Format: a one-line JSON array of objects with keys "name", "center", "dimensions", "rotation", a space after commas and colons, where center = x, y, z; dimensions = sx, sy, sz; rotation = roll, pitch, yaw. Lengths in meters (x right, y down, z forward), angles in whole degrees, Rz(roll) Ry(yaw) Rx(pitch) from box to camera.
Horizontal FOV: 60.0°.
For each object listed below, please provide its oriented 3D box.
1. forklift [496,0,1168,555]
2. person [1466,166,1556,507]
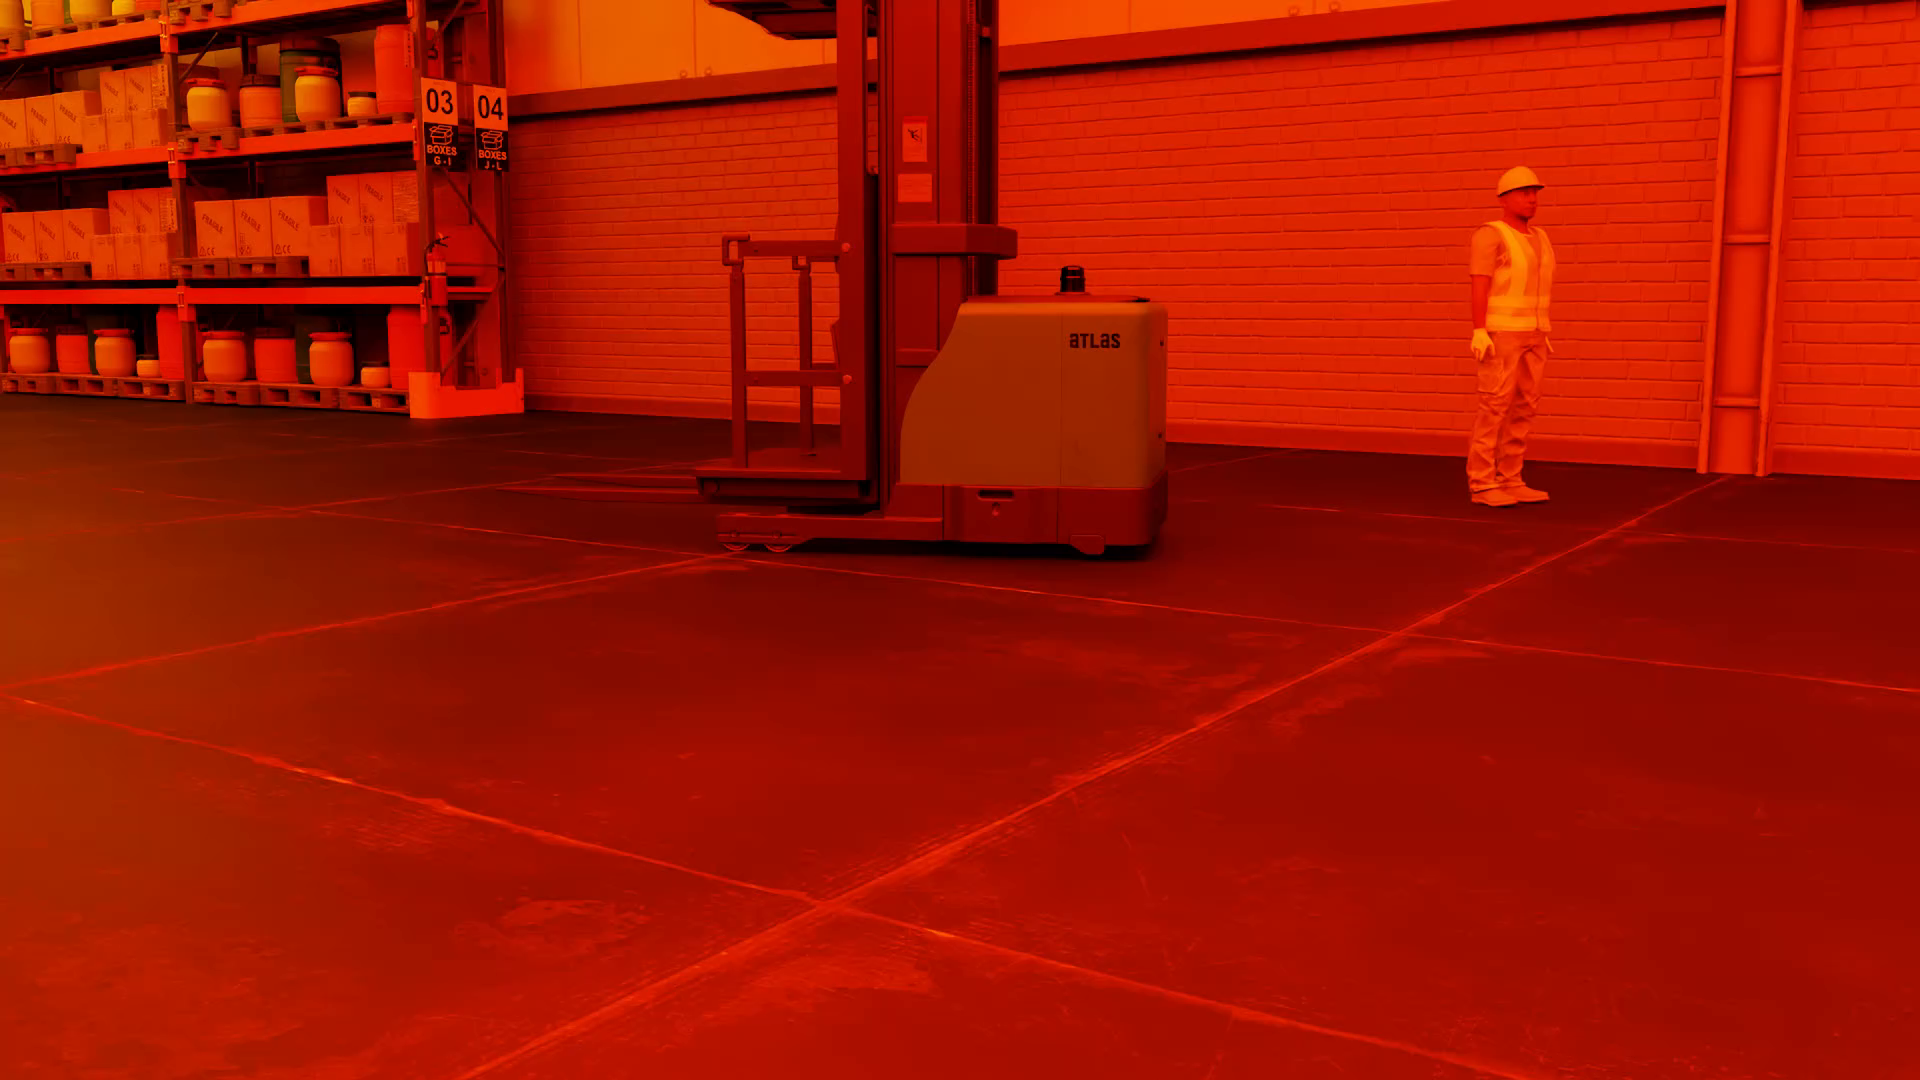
[{"name": "forklift", "center": [-0.596, -1.469, 7.520], "dimensions": [3.031, 2.935, 1.130], "rotation": [2, 8, 12]}, {"name": "person", "center": [2.967, -1.085, 8.893], "dimensions": [0.582, 1.789, 0.377], "rotation": [-6, 10, -35]}]
